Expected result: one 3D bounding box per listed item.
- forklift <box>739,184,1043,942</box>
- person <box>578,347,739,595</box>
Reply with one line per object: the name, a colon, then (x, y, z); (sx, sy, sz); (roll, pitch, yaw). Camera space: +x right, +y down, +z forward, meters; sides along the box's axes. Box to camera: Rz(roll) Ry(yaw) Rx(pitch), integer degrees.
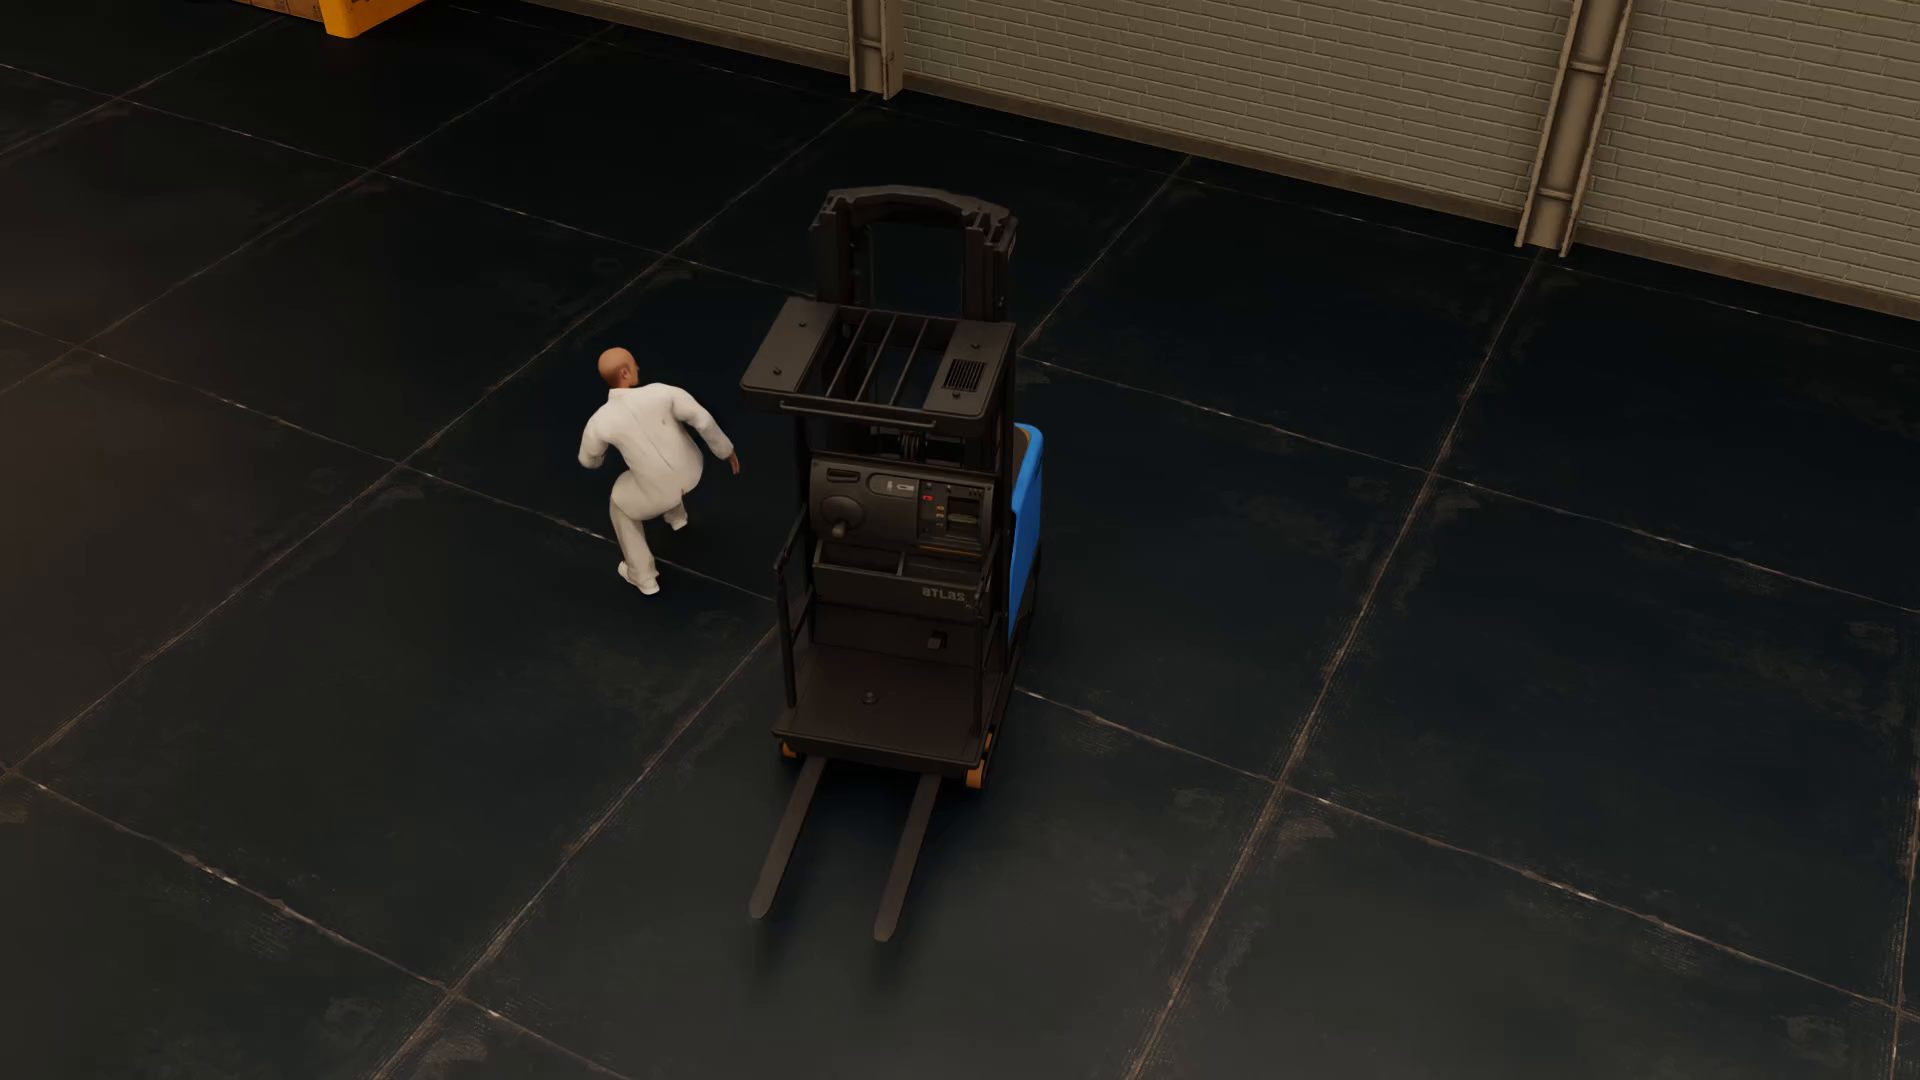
forklift: (-0.338, -0.087, 8.089); (1.130, 2.935, 3.031); (8, 41, 10)
person: (-1.796, -0.481, 9.664); (0.818, 1.554, 0.740); (-22, 45, -24)
